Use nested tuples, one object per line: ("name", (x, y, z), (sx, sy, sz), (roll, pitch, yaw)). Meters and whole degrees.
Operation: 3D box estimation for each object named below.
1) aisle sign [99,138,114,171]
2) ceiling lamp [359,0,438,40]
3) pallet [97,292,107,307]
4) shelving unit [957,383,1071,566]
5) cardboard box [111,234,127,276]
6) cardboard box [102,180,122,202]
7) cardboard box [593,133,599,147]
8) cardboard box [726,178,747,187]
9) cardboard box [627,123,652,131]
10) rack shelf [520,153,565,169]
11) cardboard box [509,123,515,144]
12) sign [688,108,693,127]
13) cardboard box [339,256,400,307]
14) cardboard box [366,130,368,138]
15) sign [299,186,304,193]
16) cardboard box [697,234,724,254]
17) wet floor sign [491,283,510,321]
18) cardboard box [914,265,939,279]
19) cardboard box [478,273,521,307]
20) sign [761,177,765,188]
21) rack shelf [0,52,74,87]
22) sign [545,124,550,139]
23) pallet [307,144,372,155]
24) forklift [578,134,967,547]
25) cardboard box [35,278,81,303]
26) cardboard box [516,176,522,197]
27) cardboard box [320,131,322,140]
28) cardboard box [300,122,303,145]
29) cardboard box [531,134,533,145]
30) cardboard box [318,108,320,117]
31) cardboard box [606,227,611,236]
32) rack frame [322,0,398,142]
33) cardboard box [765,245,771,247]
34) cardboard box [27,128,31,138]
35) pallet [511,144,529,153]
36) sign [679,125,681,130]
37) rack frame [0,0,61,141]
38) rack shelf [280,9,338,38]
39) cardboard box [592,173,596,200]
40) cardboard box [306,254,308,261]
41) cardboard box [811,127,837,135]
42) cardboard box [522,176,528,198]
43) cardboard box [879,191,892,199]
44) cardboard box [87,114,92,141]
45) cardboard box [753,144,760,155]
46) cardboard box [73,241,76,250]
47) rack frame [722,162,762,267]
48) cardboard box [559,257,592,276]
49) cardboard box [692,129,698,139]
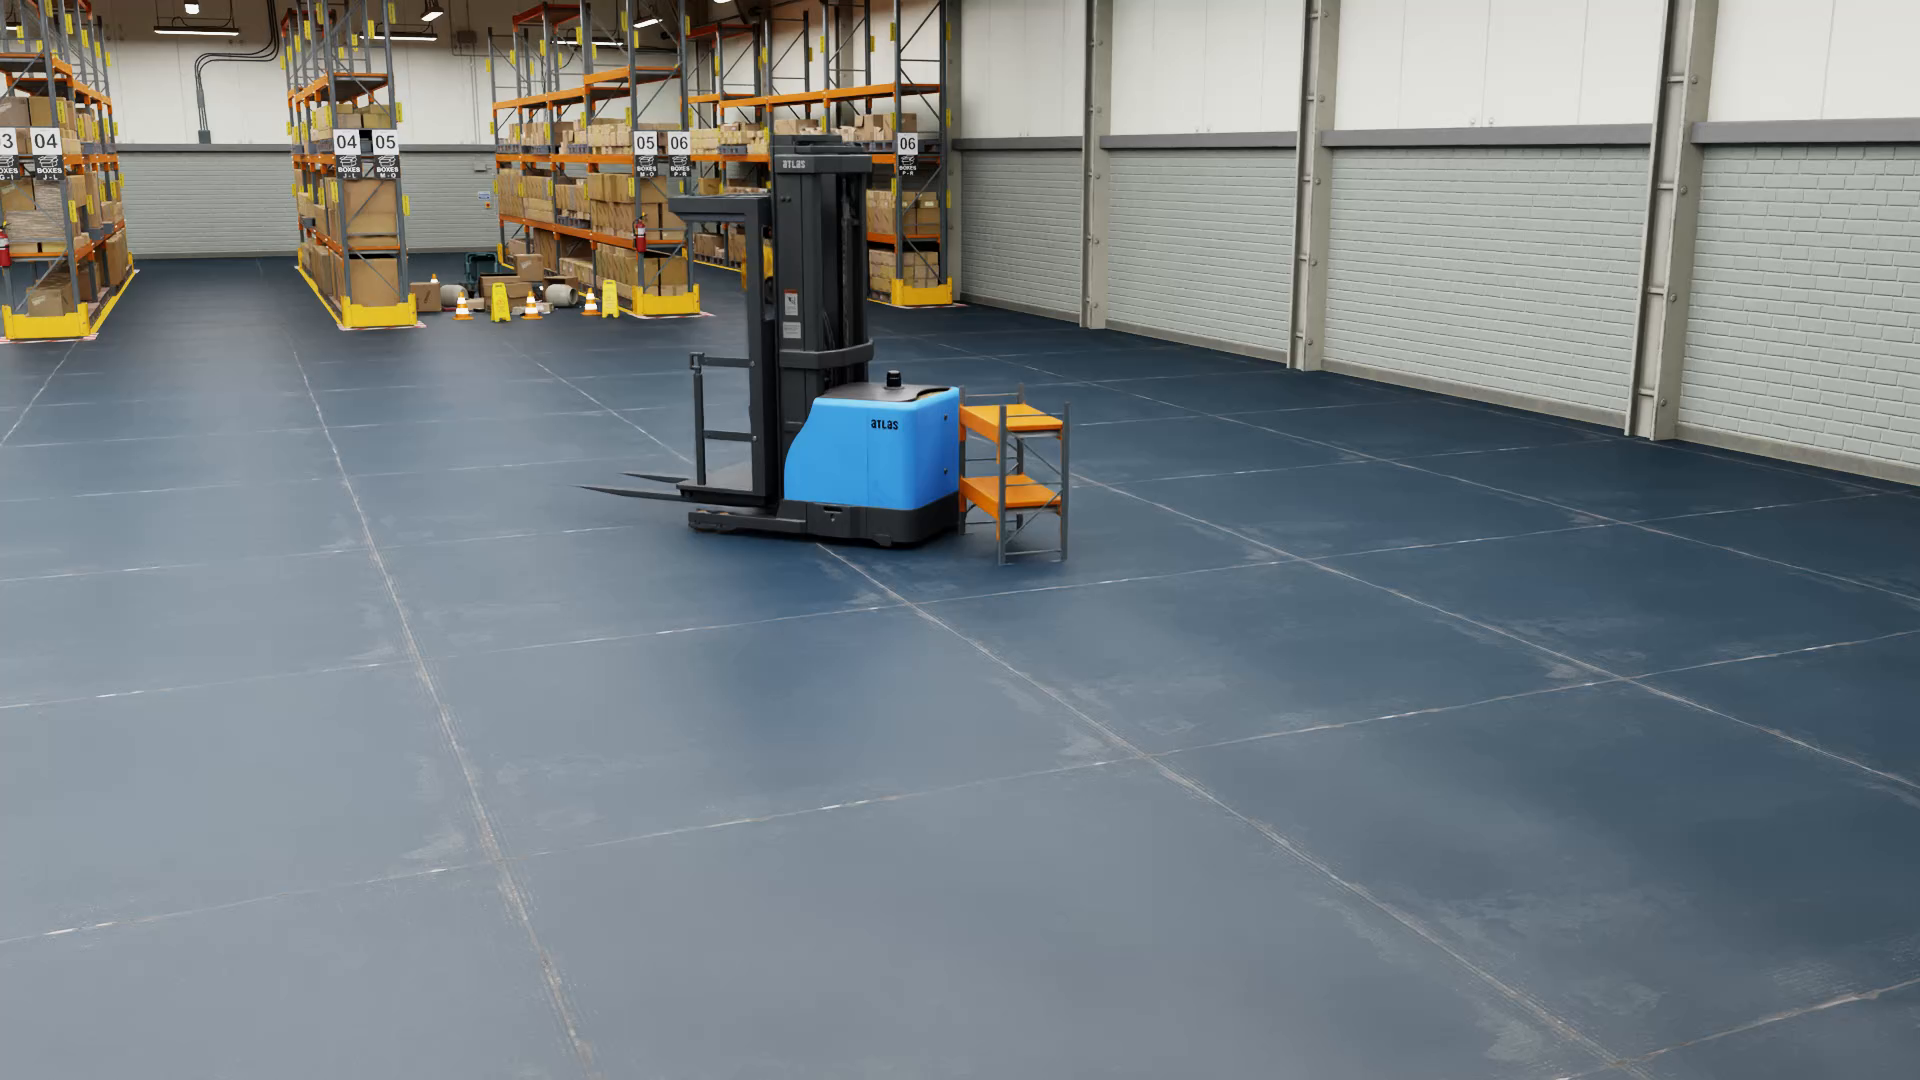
("aisle sign", (-20.527, -9.277, 40.035), (0.394, 0.787, 0.004), (-6, 14, -23))
("ceiling lamp", (-14.990, -14.966, 44.130), (2.000, 3.185, 0.800), (-6, 14, -23))
("pallet", (-16.772, -4.544, 31.535), (1.003, 0.211, 1.213), (-6, 14, -23))
("shelving unit", (0.374, -0.495, 12.012), (0.538, 1.125, 1.048), (-4, 14, -15))
("cardboard box", (-18.897, -6.181, 36.205), (1.225, 0.875, 0.875), (-6, 14, -23))
("cardboard box", (-20.338, -8.329, 39.714), (0.500, 0.500, 0.500), (-5, 14, -22))
("cardboard box", (-6.746, -7.696, 31.991), (0.500, 0.250, 0.500), (-6, 14, -23))
("cardboard box", (-5.897, -9.255, 43.716), (0.500, 0.500, 0.500), (-6, 14, -25))
("cardboard box", (-5.690, -7.329, 29.519), (0.380, 0.149, 0.250), (-5, 14, -22))
("rack shelf", (-9.290, -8.735, 38.401), (1.077, 0.370, 4.000), (-6, 14, -23))
("cardboard box", (-11.023, -10.197, 41.748), (0.500, 0.500, 0.500), (-5, 14, -22))
("sign", (-4.787, -7.494, 29.507), (0.100, 0.325, 0.005), (-6, 14, -23))
("cardboard box", (-10.111, -4.394, 28.482), (0.875, 0.875, 0.875), (-6, 14, -23))
("cardboard box", (-10.028, -6.991, 28.674), (0.380, 0.149, 0.250), (-6, 14, -23))
("sign", (-15.080, -7.940, 38.106), (0.100, 0.325, 0.005), (-6, 14, -23))
("cardboard box", (-6.682, -7.984, 44.828), (0.700, 0.500, 0.500), (-5, 14, -21))
("wet floor sign", (-7.953, -4.116, 28.722), (0.267, 0.644, 0.232), (-9, 16, -33))
("cardboard box", (-0.736, -5.232, 32.379), (0.500, 0.250, 0.500), (-5, 14, -22))
("cardboard box", (-8.690, -4.735, 31.410), (0.797, 0.637, 0.503), (-6, 14, -23))
("sign", (-5.037, -9.101, 42.474), (0.100, 0.325, 0.005), (-6, 14, -23))
("rack shelf", (-15.165, -7.647, 27.055), (1.077, 0.370, 4.000), (-6, 14, -23))
("sign", (-9.001, -8.914, 36.258), (0.100, 0.325, 0.005), (-6, 14, -23))
("pallet", (-12.677, -7.984, 33.980), (1.213, 0.211, 1.003), (-5, 14, -20))
("forklift", (-1.515, -1.574, 12.669), (3.031, 2.935, 1.130), (5, 14, 22))
("cardboard box", (-15.607, -4.272, 28.789), (0.500, 0.500, 0.500), (-1, 13, -5))
("cardboard box", (-10.533, -8.646, 40.633), (0.500, 0.500, 0.500), (-6, 14, -23))
("cardboard box", (-11.243, -7.246, 29.777), (0.380, 0.149, 0.250), (-6, 14, -24))
("cardboard box", (-14.535, -9.196, 37.644), (0.700, 0.500, 0.500), (-6, 14, -23))
("cardboard box", (-9.680, -9.229, 38.306), (0.396, 0.266, 0.258), (-4, 14, -18))
("cardboard box", (-11.241, -7.634, 29.685), (0.380, 0.149, 0.250), (-6, 14, -24))
("cardboard box", (-6.550, -5.903, 31.779), (0.380, 0.149, 0.250), (-6, 14, -23))
("rack frame", (-9.779, -8.013, 27.033), (1.000, 3.000, 0.127), (-6, 14, -23))
("cardboard box", (-4.309, -6.715, 39.342), (0.500, 0.500, 0.500), (-5, 14, -21))
("cardboard box", (-14.263, -6.323, 25.834), (0.380, 0.149, 0.250), (-6, 14, -23))
("pallet", (-10.409, -9.625, 40.850), (1.003, 0.211, 1.213), (-6, 14, -23))
("sign", (-7.644, -11.151, 45.306), (0.100, 0.325, 0.005), (-6, 14, -23))
("rack frame", (-14.364, -7.586, 25.188), (1.000, 3.000, 0.127), (-6, 14, -23))
("rack shelf", (-15.387, -12.174, 39.237), (1.077, 0.370, 4.000), (-6, 14, -23))
("cardboard box", (-6.724, -6.847, 32.203), (0.700, 0.500, 0.500), (-6, 14, -23))
("cardboard box", (-15.247, -6.675, 39.289), (0.380, 0.149, 0.250), (-6, 14, -25))
("cardboard box", (-2.853, -8.632, 35.407), (0.500, 0.311, 0.500), (-6, 14, -25))
("cardboard box", (-10.178, -8.456, 39.815), (0.500, 0.500, 0.500), (-5, 14, -22))
("cardboard box", (-1.363, -6.730, 32.474), (0.380, 0.149, 0.250), (-6, 14, -23))
("cardboard box", (-16.933, -7.888, 31.818), (0.500, 0.500, 0.500), (-6, 14, -23))
("cardboard box", (-4.572, -9.236, 39.304), (0.500, 0.250, 0.500), (-6, 14, -23))
("cardboard box", (-14.429, -4.727, 26.700), (0.380, 0.149, 0.250), (-6, 14, -23))
("rack frame", (-5.545, -8.486, 42.384), (1.000, 3.000, 0.127), (-6, 14, -23))
("cardboard box", (-8.272, -6.018, 36.614), (0.950, 0.372, 0.625), (-7, 15, -27))
("cardboard box", (-6.799, -10.766, 44.145), (0.500, 0.250, 0.500), (-6, 14, -24))
